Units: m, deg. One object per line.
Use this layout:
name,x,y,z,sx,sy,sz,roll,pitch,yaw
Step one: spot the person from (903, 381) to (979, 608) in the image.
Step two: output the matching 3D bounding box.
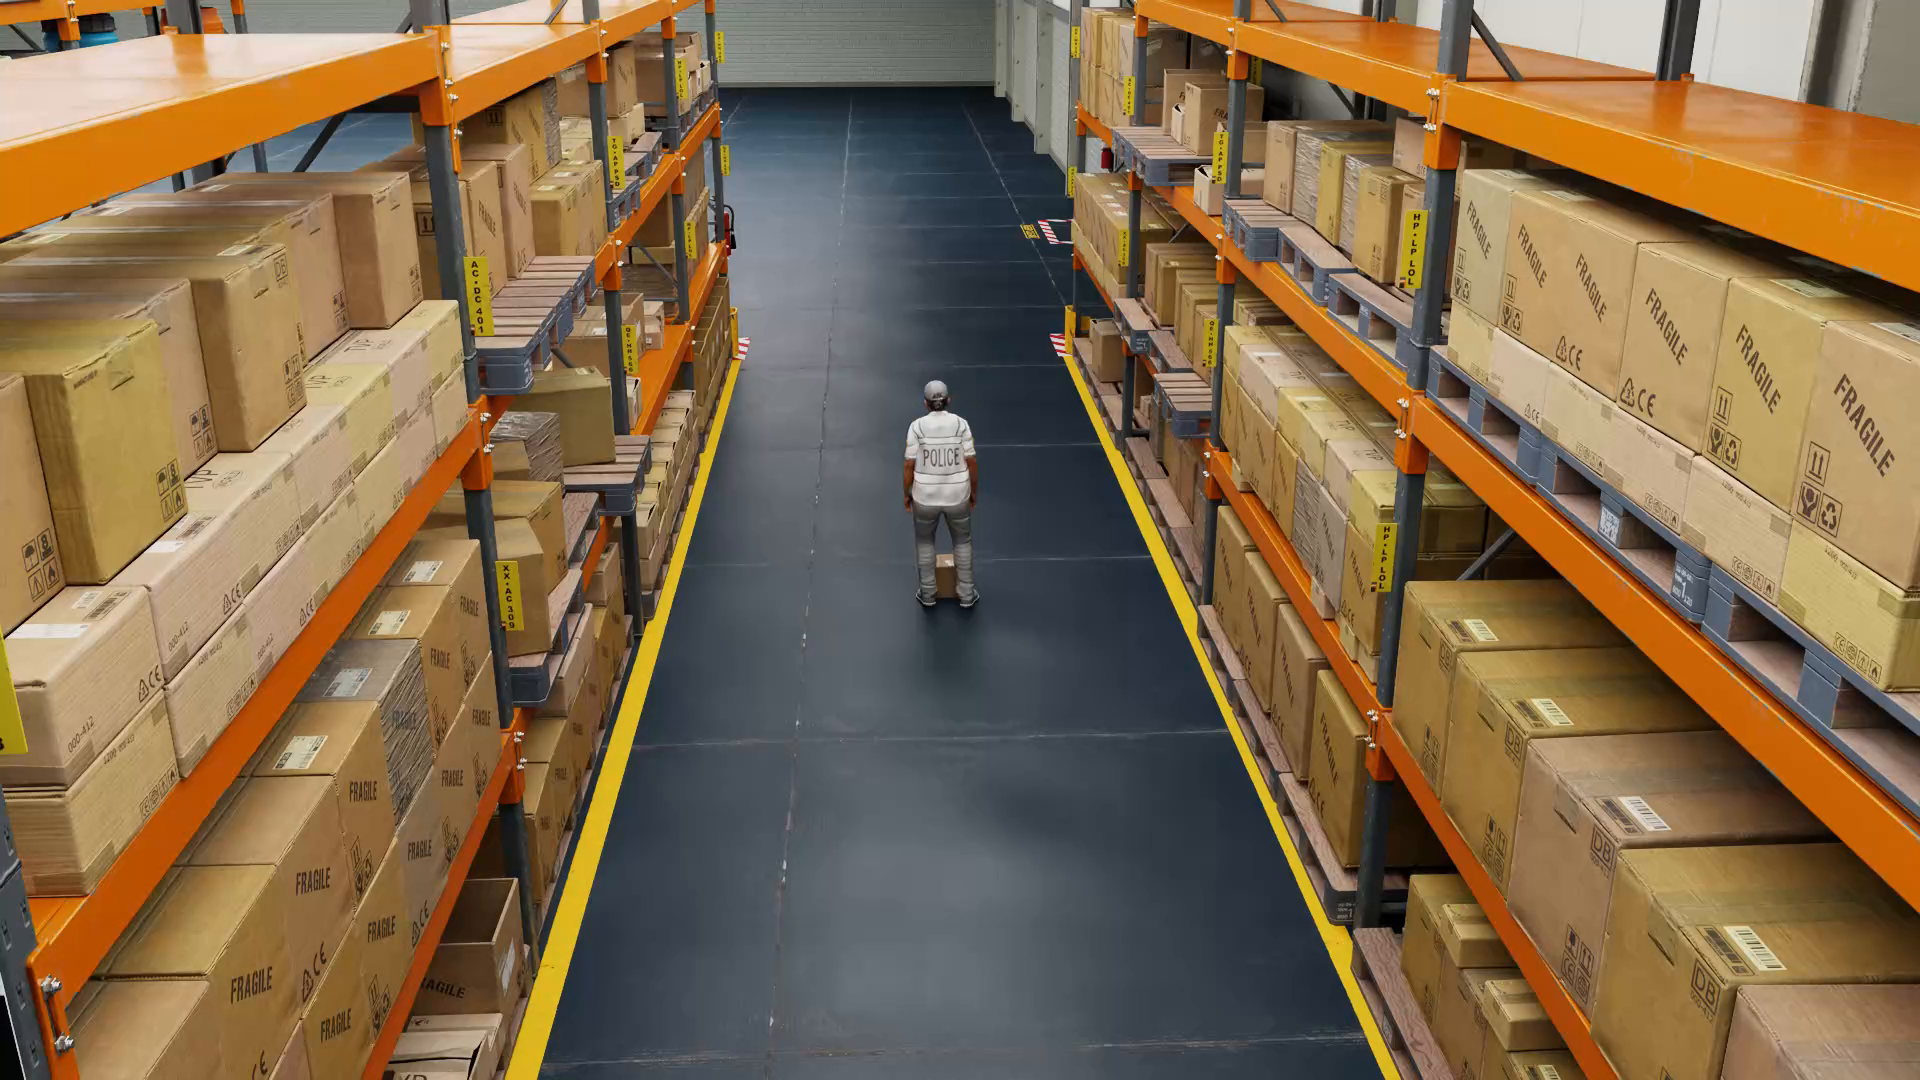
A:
person,-0.130,-0.317,11.916,0.553,1.666,0.471,-2,21,-4
